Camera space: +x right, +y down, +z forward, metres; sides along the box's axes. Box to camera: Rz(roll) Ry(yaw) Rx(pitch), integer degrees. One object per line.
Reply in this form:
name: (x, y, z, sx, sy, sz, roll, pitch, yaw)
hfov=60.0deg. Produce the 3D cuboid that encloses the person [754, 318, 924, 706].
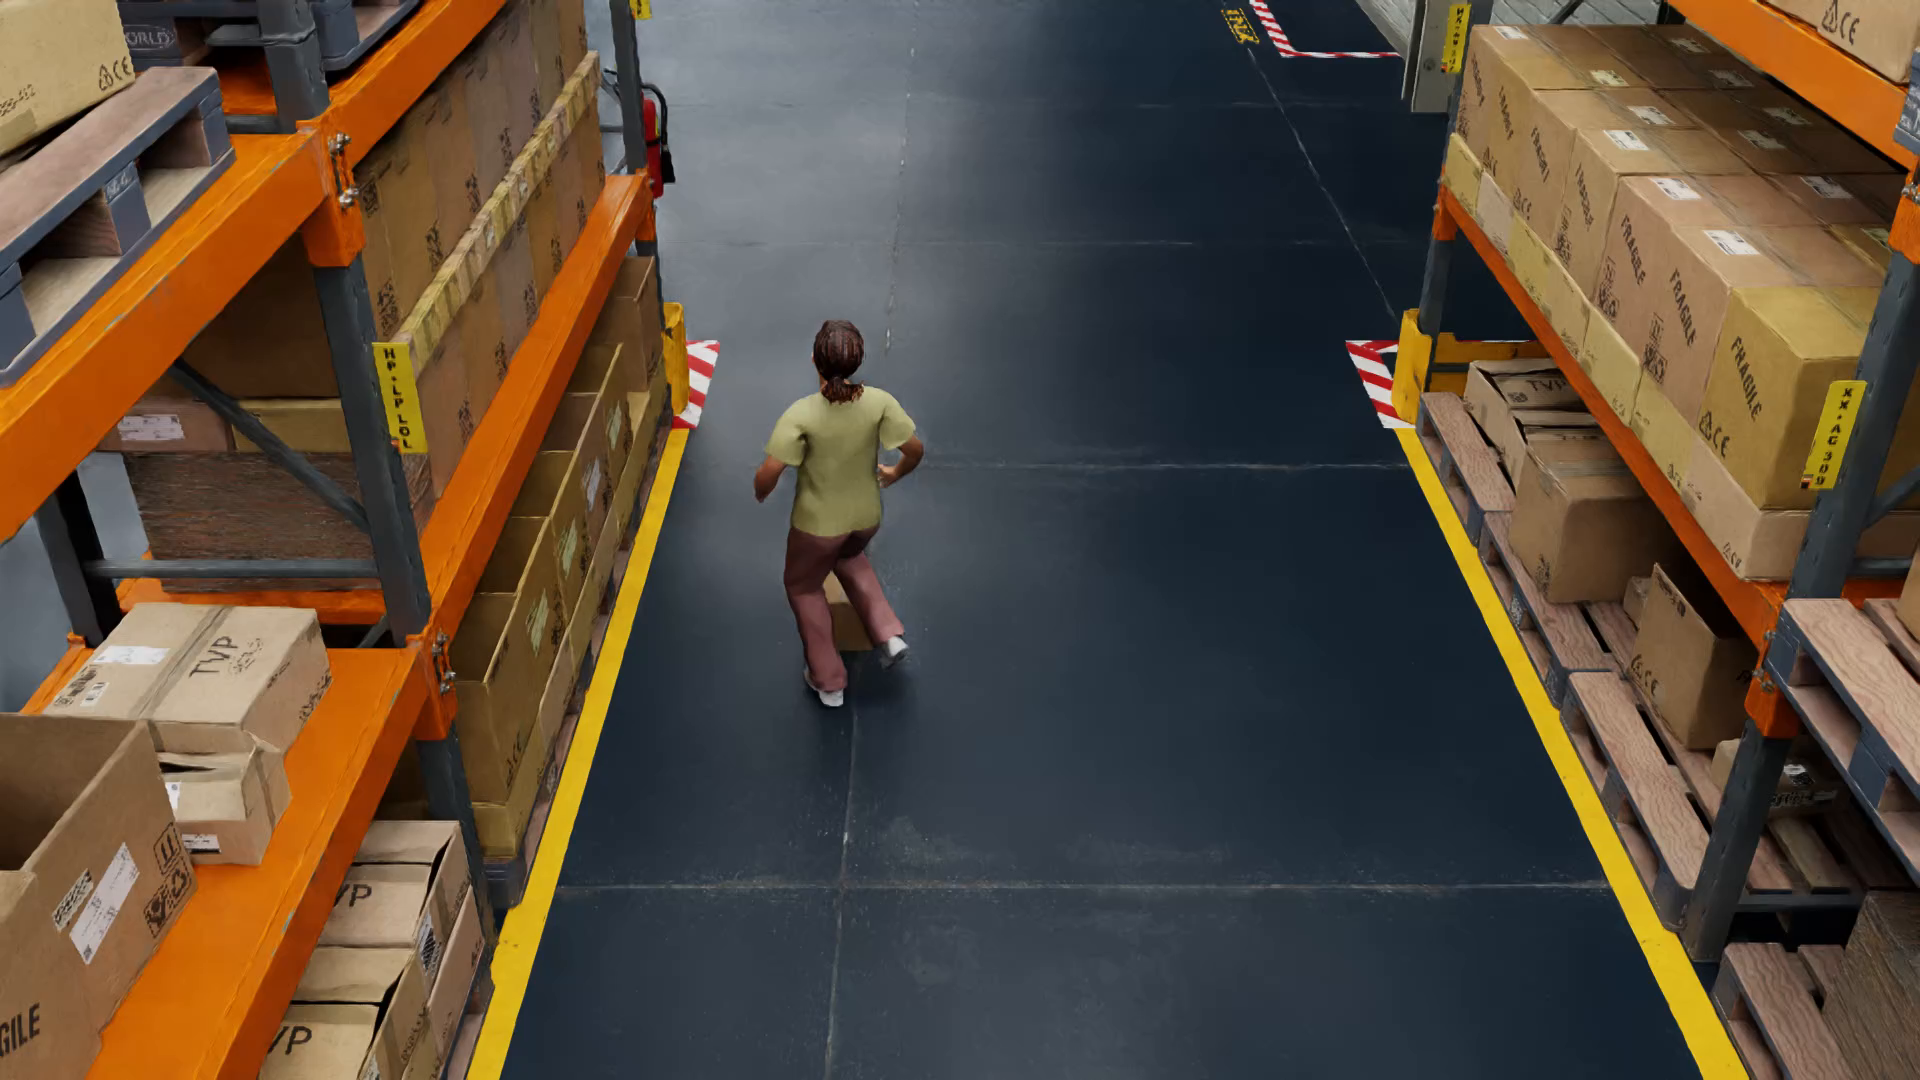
person: (-0.504, -0.100, 6.337, 0.636, 1.640, 0.475, -18, 36, -27)
